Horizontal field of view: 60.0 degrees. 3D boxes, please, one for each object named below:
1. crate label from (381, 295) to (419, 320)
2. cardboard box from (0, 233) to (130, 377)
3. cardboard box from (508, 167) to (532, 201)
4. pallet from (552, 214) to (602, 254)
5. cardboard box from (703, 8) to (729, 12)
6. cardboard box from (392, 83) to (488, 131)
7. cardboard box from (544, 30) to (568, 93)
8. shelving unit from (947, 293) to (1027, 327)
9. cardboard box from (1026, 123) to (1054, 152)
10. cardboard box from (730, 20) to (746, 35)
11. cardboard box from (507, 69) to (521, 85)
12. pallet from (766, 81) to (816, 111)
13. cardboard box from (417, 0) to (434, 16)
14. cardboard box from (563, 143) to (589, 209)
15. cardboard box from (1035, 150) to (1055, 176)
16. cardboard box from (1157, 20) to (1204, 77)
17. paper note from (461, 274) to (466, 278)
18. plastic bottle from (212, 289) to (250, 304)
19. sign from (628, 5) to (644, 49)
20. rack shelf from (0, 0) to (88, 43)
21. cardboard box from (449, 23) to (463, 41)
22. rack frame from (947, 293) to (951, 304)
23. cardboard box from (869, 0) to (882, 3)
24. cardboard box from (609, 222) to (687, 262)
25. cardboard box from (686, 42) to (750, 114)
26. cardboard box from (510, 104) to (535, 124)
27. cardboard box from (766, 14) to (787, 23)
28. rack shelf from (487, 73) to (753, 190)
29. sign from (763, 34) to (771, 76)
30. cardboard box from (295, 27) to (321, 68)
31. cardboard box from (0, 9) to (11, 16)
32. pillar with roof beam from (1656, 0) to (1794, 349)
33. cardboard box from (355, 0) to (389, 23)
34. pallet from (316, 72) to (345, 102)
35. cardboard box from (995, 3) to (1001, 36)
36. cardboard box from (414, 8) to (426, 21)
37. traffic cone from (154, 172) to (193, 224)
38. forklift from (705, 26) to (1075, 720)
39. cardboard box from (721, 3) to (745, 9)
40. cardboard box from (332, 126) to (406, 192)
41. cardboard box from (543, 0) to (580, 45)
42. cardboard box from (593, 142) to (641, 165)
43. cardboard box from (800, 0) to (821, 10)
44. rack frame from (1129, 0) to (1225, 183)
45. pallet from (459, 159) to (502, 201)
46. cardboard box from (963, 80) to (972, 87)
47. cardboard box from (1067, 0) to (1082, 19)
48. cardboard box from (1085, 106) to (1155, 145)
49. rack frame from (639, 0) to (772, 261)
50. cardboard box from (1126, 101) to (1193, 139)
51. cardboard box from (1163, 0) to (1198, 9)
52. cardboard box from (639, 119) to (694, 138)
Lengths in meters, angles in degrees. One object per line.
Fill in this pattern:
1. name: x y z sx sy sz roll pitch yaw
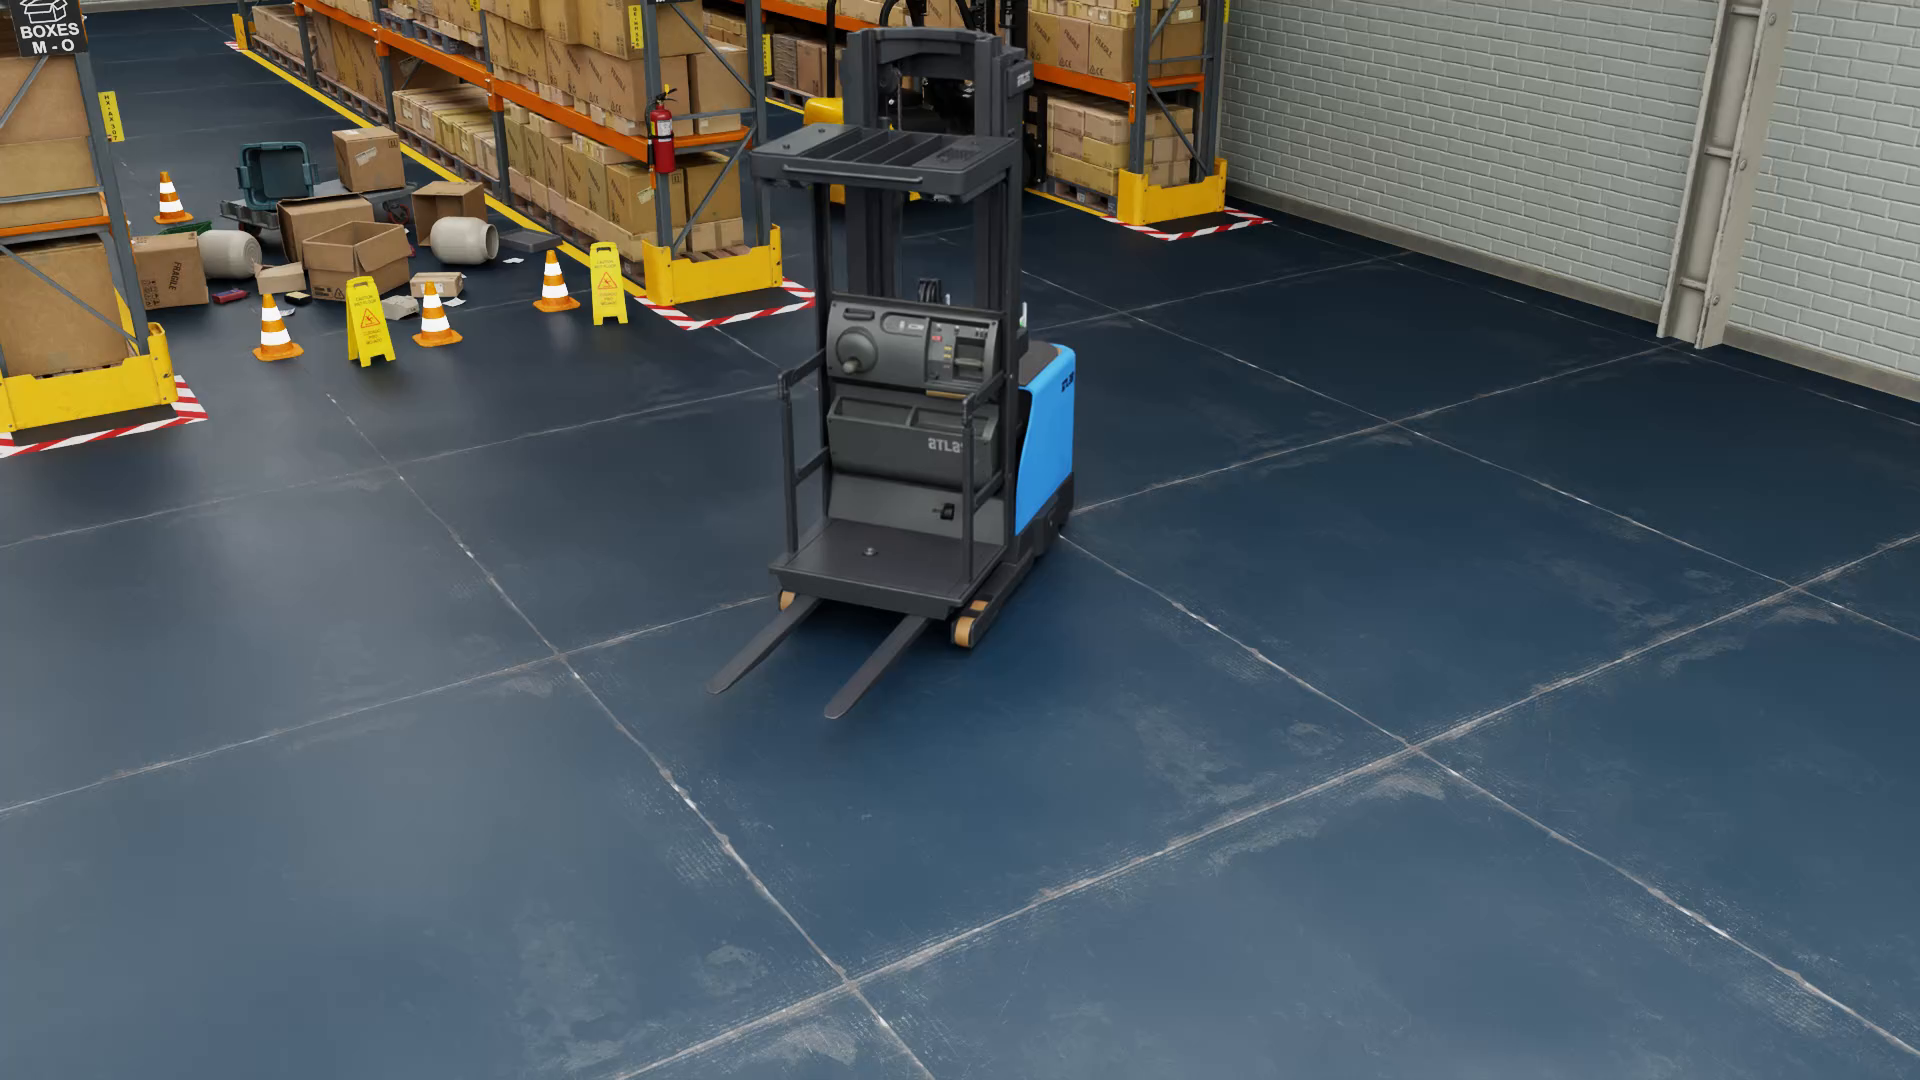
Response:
1. crate label: -4.598 -1.913 13.642 0.298 0.136 0.250 12 28 24
2. cardboard box: -6.575 -1.734 11.907 0.875 0.875 0.875 -15 29 -29
3. cardboard box: -4.145 -3.571 16.530 0.500 0.250 0.500 -17 30 -32
4. pallet: -3.174 -2.969 15.791 1.003 0.211 1.213 -16 29 -30
5. cardboard box: -3.541 -7.538 23.881 0.380 0.149 0.250 -15 29 -29
6. cardboard box: -6.124 -5.126 19.682 0.950 0.372 0.625 -18 31 -33
7. cardboard box: -3.385 -4.323 14.928 0.500 0.500 0.500 -15 29 -29
8. shelving unit: 0.122 -0.871 10.190 0.503 1.200 0.258 9 27 19
9. cardboard box: 1.008 -4.261 17.406 0.500 0.250 0.500 -16 30 -31
10. cardboard box: -2.924 -7.048 22.843 0.380 0.149 0.250 -17 30 -32
11. cardboard box: -4.156 -4.519 16.104 0.380 0.149 0.250 -15 29 -28
12. pallet: -1.851 -5.923 22.049 1.003 0.211 1.213 -16 29 -30
13. cardboard box: -5.520 -5.930 17.841 0.500 0.500 0.500 -17 30 -31
14. cardboard box: -3.270 -3.347 15.177 0.500 0.500 0.500 -16 30 -31
15. cardboard box: 1.050 -4.028 17.498 0.500 0.250 0.500 -15 29 -29
16. cardboard box: 2.062 -4.913 16.526 0.500 0.500 0.500 -14 29 -28
17. paper note: -4.393 -2.332 14.679 0.032 0.001 0.123 -16 29 -30
18. plastic bottle: -6.157 -2.068 14.058 0.133 0.061 0.283 18 31 33
19. sign: -2.533 -4.012 13.009 0.100 0.325 0.005 -16 29 -30
20. rack shelf: -7.241 -4.025 12.090 1.077 0.370 4.000 -16 29 -30
21. cardboard box: -5.053 -5.277 17.216 0.380 0.149 0.250 -16 30 -30
22. rack frame: -0.106 -0.908 10.268 0.015 1.200 0.240 9 27 19
23. cardboard box: -0.853 -6.513 19.623 0.500 0.250 0.500 -16 30 -31
24. cardboard box: -2.737 -2.649 14.577 0.500 0.250 0.500 -16 29 -30
25. cardboard box: -2.083 -3.882 13.993 0.500 0.500 0.500 -16 30 -30
26. cardboard box: -4.127 -4.145 16.107 0.380 0.149 0.250 -15 29 -29
27. cardboard box: -2.616 -7.271 23.314 0.380 0.149 0.250 -15 29 -29
28. rack shelf: -3.149 -3.858 15.251 1.077 0.370 4.000 -16 29 -30
29. sign: -1.602 -3.986 13.665 0.100 0.325 0.005 -16 29 -30
30. cardboard box: -8.861 -7.041 23.660 0.875 0.438 0.875 -16 30 -30
31. cardboard box: -7.583 -3.730 12.697 0.875 0.550 0.550 -16 29 -30
32. pillar with roof beam: 2.143 -4.649 9.056 9.100 9.000 0.400 -16 29 -30
33. cardboard box: -6.918 -6.382 19.930 0.500 0.250 0.500 -17 30 -31
34. pallet: -8.123 -6.240 22.722 1.003 0.211 1.213 -16 29 -30
35. cardboard box: 0.515 -5.519 17.810 0.500 0.500 0.500 -16 30 -30
36. cardboard box: -5.836 -5.857 18.446 0.380 0.149 0.250 -14 29 -27
37. traffic cone: -7.800 -3.393 16.396 0.336 0.463 0.334 -16 29 -30
38. forklift: -0.326 -0.969 8.368 1.130 2.935 3.031 9 27 19
39. cardboard box: -3.266 -7.753 24.337 0.380 0.149 0.250 -15 29 -29
40. cardboard box: -5.716 -3.685 16.083 0.500 0.500 0.500 -16 29 -30
41. cardboard box: -3.153 -4.573 14.286 0.700 0.500 0.500 -16 30 -30
42. cardboard box: -2.969 -3.388 14.504 0.380 0.149 0.250 -15 29 -28
43. cardboard box: -1.672 -6.840 20.901 0.500 0.250 0.500 -17 30 -31
44. rack frame: 2.100 -4.626 16.035 1.000 3.000 0.127 -16 29 -30
45. pallet: -4.667 -3.916 17.797 1.003 0.211 1.213 -16 29 -30
46. cardboard box: 0.188 -5.024 18.436 0.500 0.250 0.500 -15 29 -29
47. cardboard box: 1.295 -5.306 16.599 0.380 0.149 0.250 -16 30 -30
48. cardboard box: 1.587 -4.117 16.514 0.500 0.250 0.500 -14 29 -28
49. rack frame: -2.057 -3.468 13.582 1.000 3.000 0.127 -16 29 -30
50. cardboard box: 1.996 -4.240 16.777 0.500 0.250 0.500 -16 30 -30
51. cardboard box: 2.096 -5.269 16.172 0.380 0.149 0.250 -16 30 -31
52. cardboard box: -2.440 -3.438 13.813 0.380 0.149 0.250 -14 29 -28
